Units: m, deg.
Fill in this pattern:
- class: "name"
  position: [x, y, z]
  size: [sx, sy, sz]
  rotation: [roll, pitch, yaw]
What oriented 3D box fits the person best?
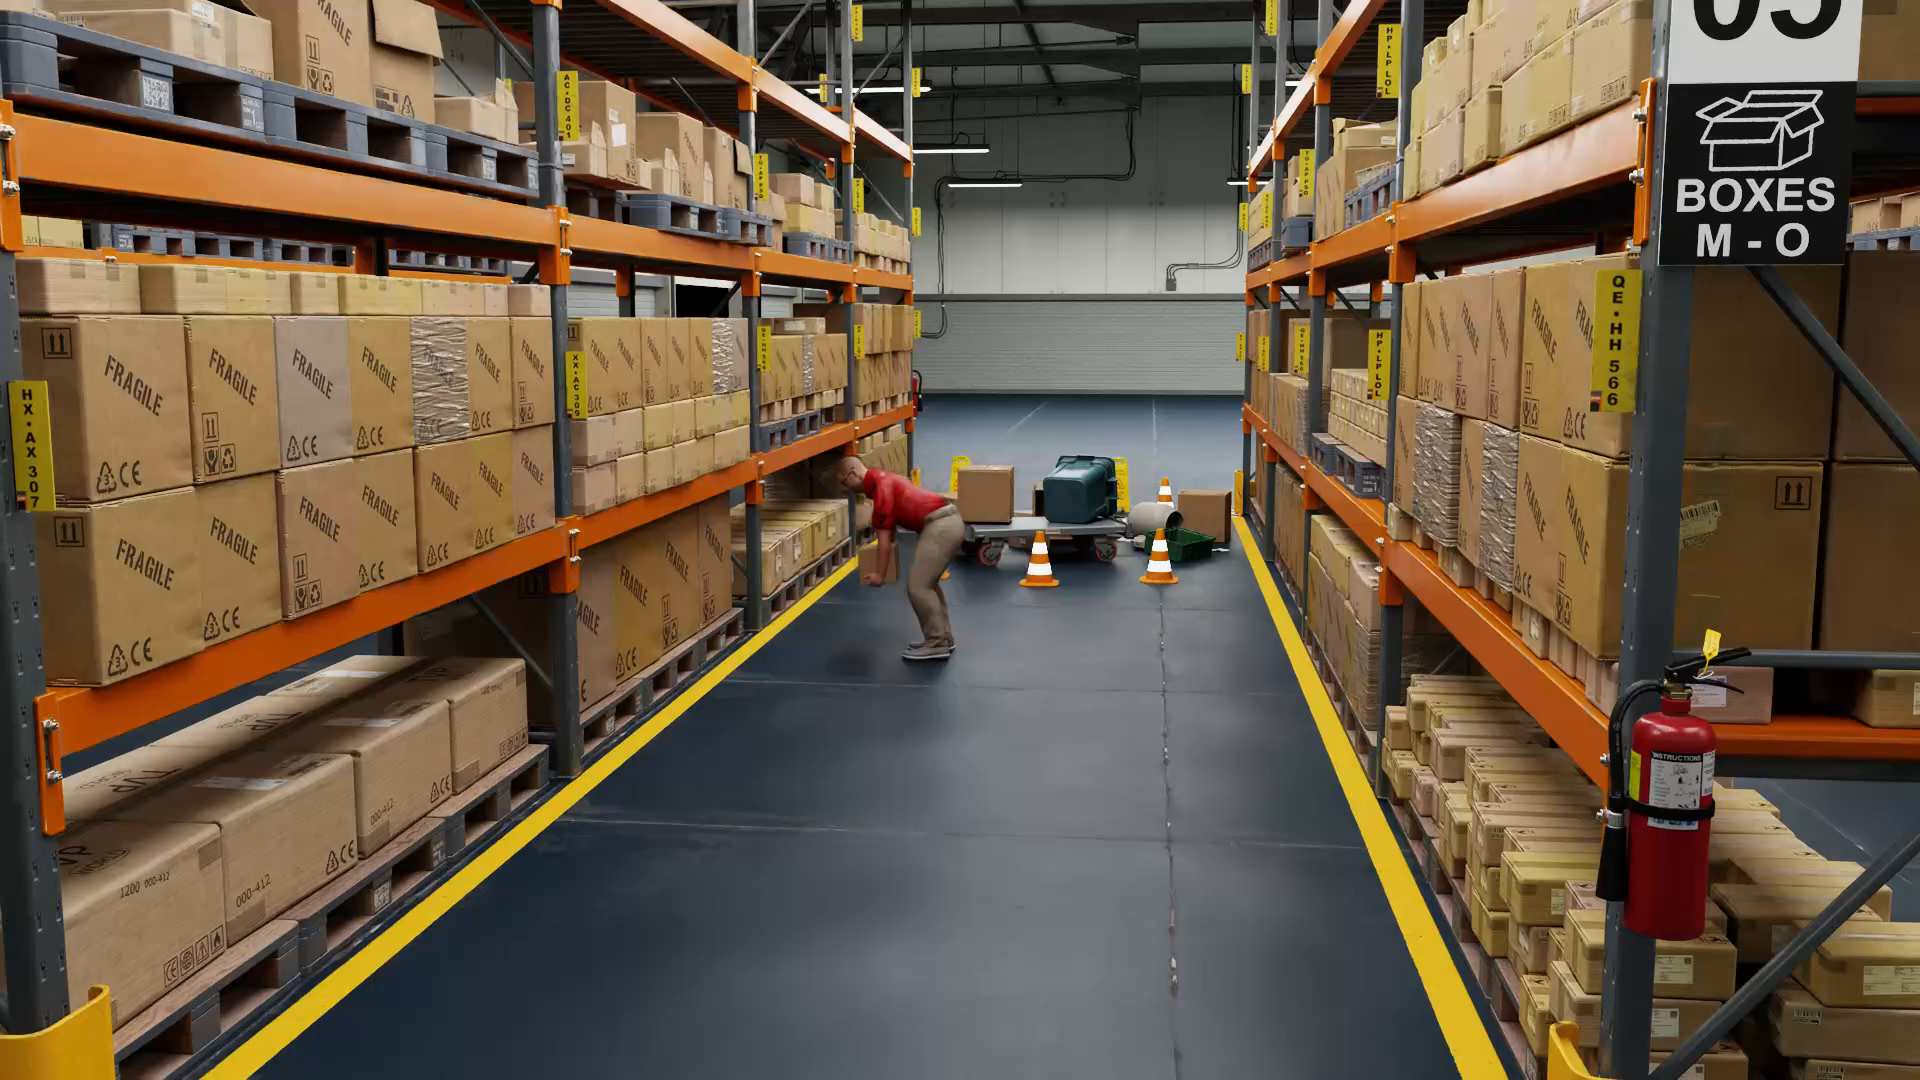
- class: "person"
  position: [-0.407, 0.113, 11.378]
  size: [0.875, 1.374, 0.477]
  rotation: [1, 8, 5]
